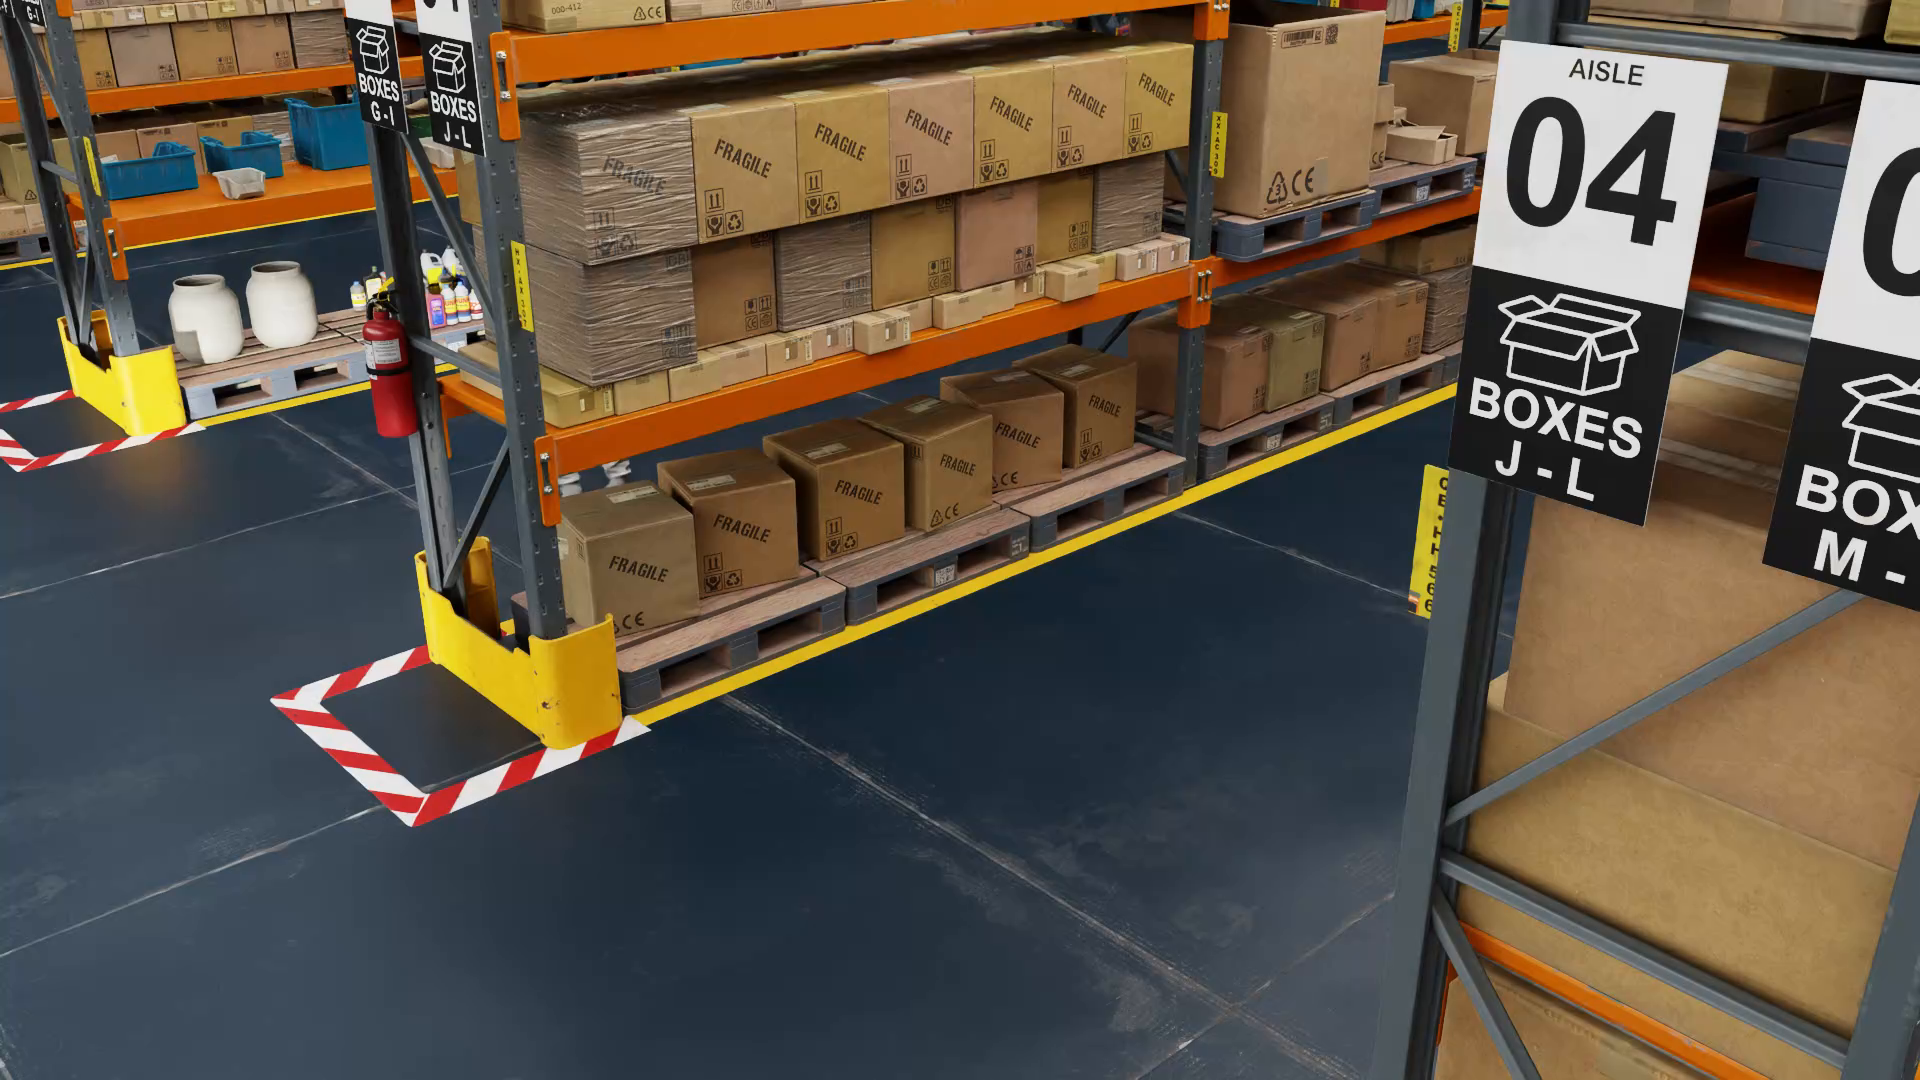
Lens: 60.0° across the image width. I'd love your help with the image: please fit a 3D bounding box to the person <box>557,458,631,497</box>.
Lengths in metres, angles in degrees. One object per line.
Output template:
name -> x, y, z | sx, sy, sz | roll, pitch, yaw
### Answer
person -> -2.108, -1.059, 8.898 | 0.586, 1.792, 0.470 | -14, 28, -29
